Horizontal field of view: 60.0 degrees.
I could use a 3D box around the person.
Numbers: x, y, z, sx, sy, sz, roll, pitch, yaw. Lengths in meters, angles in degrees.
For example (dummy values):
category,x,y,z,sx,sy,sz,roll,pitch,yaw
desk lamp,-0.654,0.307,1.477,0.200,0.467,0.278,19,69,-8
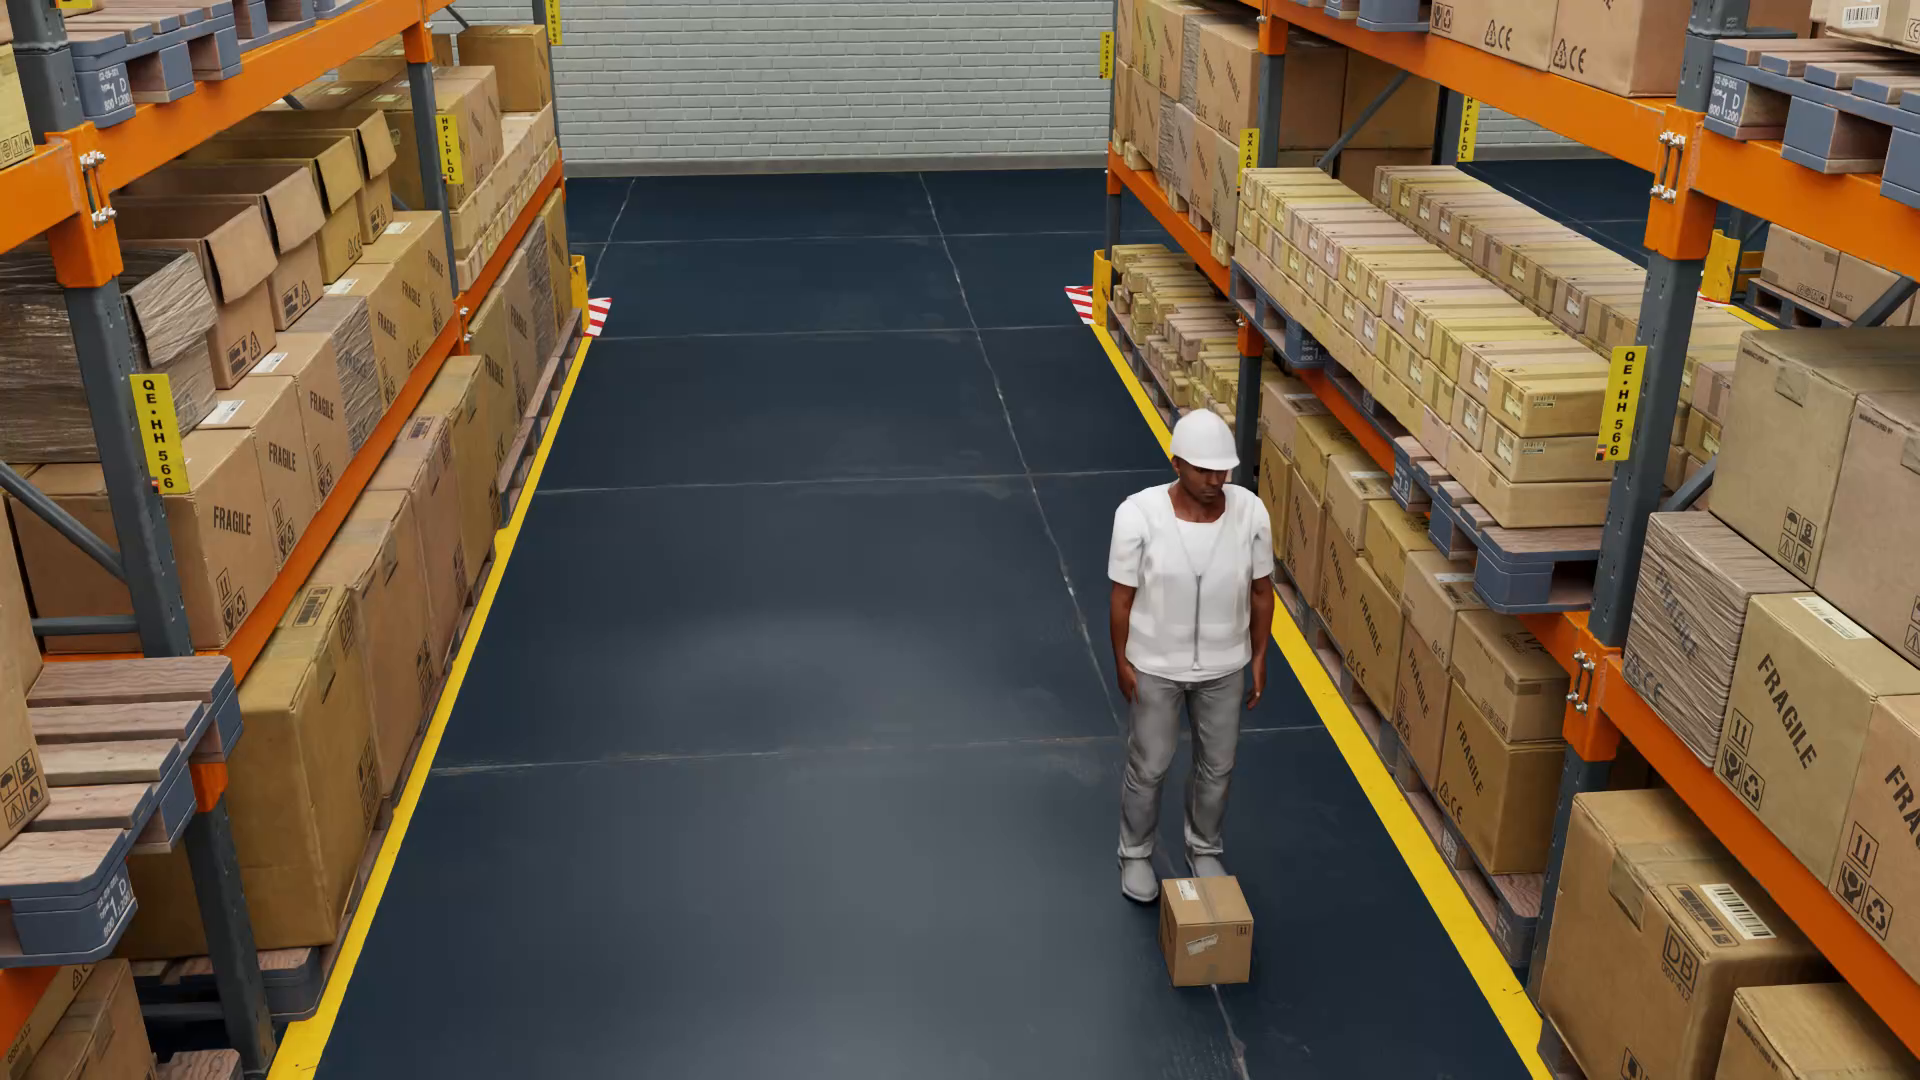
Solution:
category,x,y,z,sx,sy,sz,roll,pitch,yaw
person,0.779,0.404,5.646,0.564,1.763,0.360,-2,24,-5
